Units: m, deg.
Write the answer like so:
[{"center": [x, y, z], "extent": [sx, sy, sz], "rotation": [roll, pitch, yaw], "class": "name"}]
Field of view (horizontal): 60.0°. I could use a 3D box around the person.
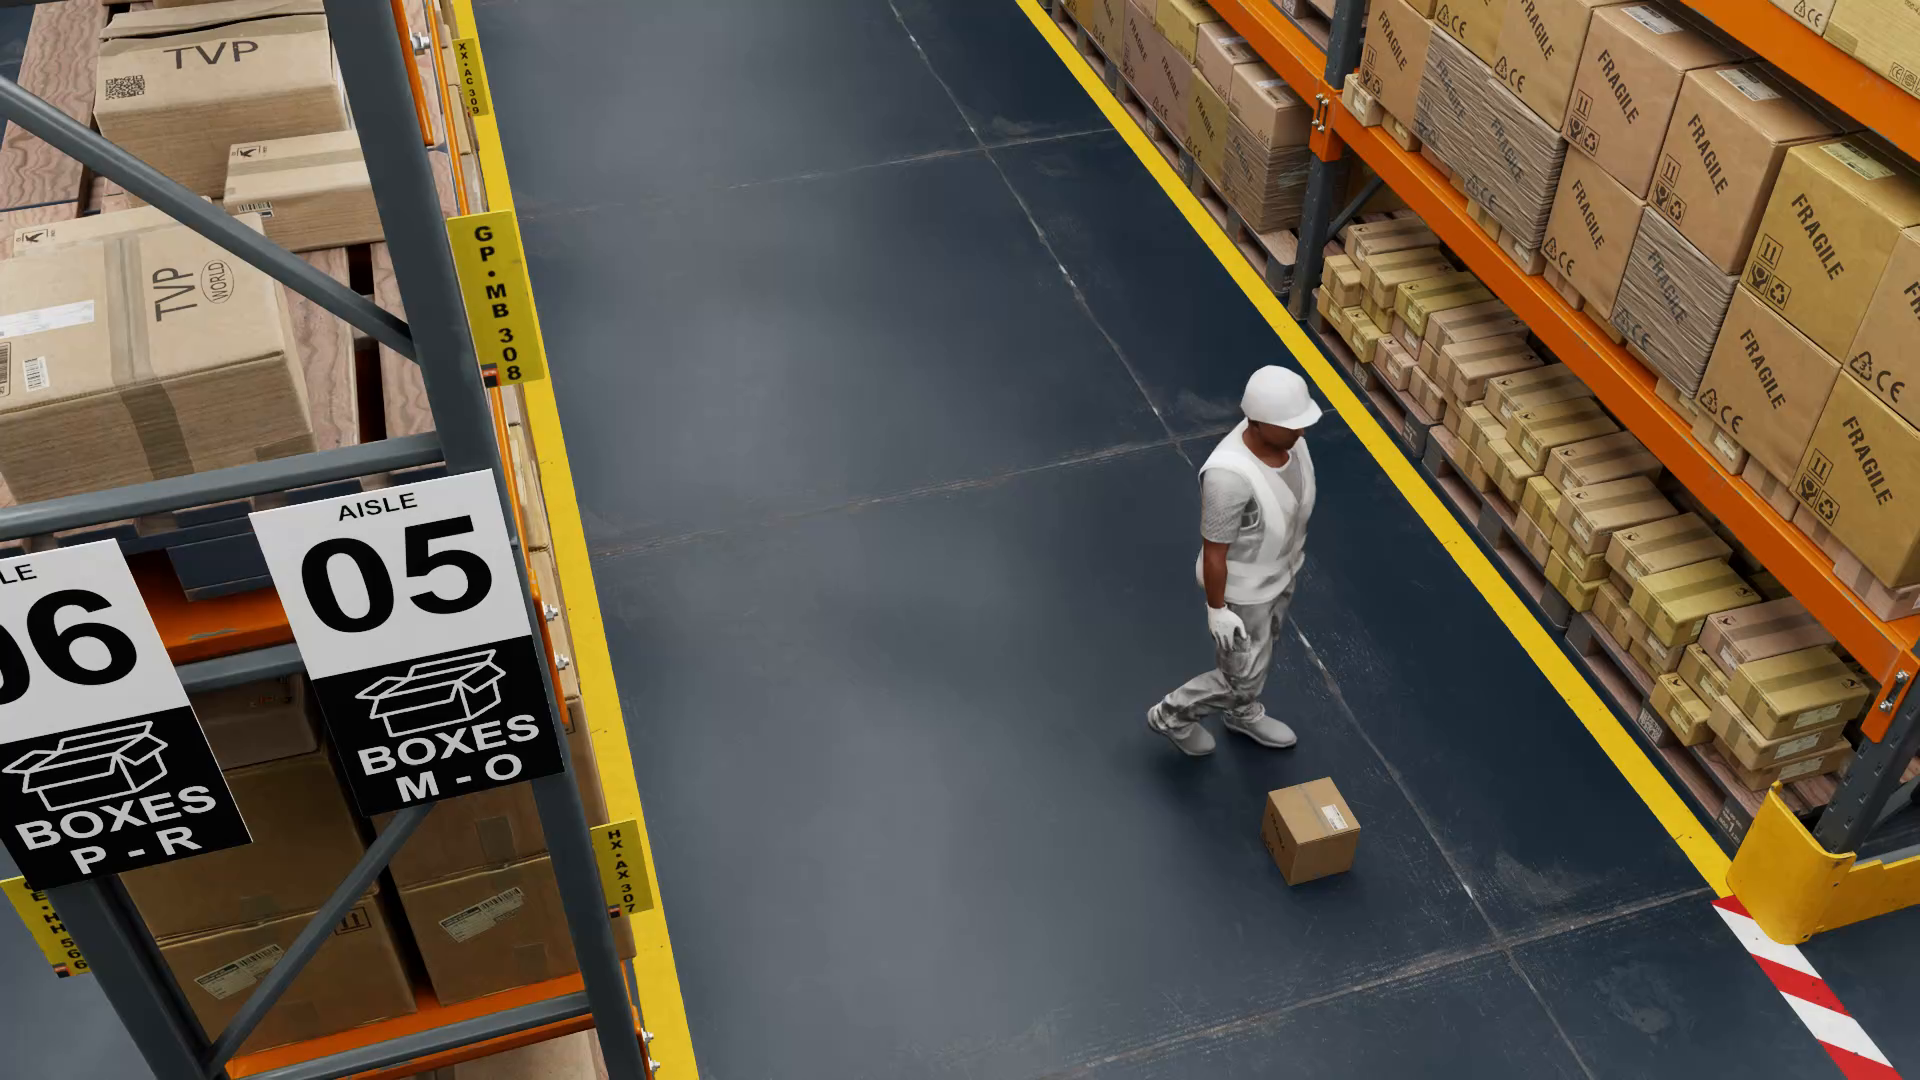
[{"center": [1.048, 0.118, 5.997], "extent": [0.511, 1.791, 0.592], "rotation": [25, 48, 25], "class": "person"}]
